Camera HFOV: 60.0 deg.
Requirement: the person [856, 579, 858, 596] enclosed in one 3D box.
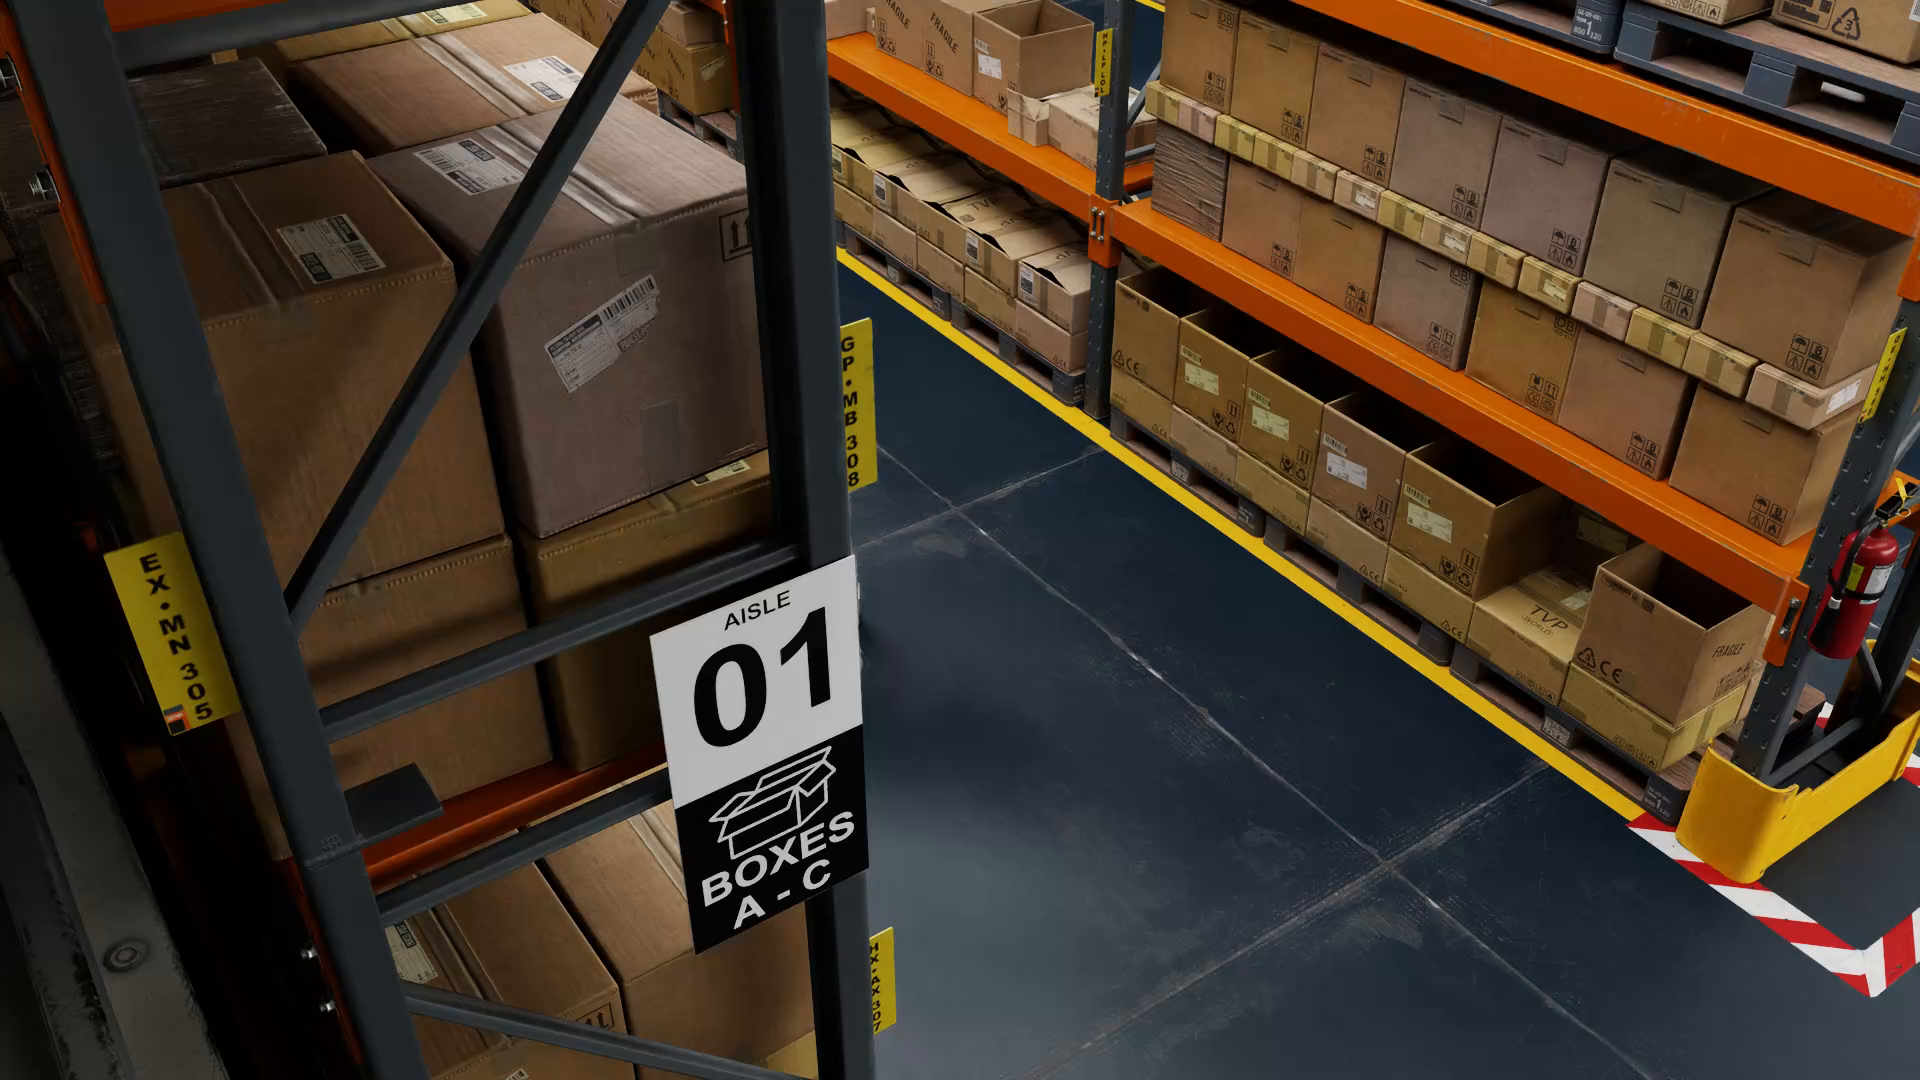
[{"bbox_3d":[-0.857,-0.247,7.207,0.895,1.751,0.673,-11,38,-15],"label":"person"}]
